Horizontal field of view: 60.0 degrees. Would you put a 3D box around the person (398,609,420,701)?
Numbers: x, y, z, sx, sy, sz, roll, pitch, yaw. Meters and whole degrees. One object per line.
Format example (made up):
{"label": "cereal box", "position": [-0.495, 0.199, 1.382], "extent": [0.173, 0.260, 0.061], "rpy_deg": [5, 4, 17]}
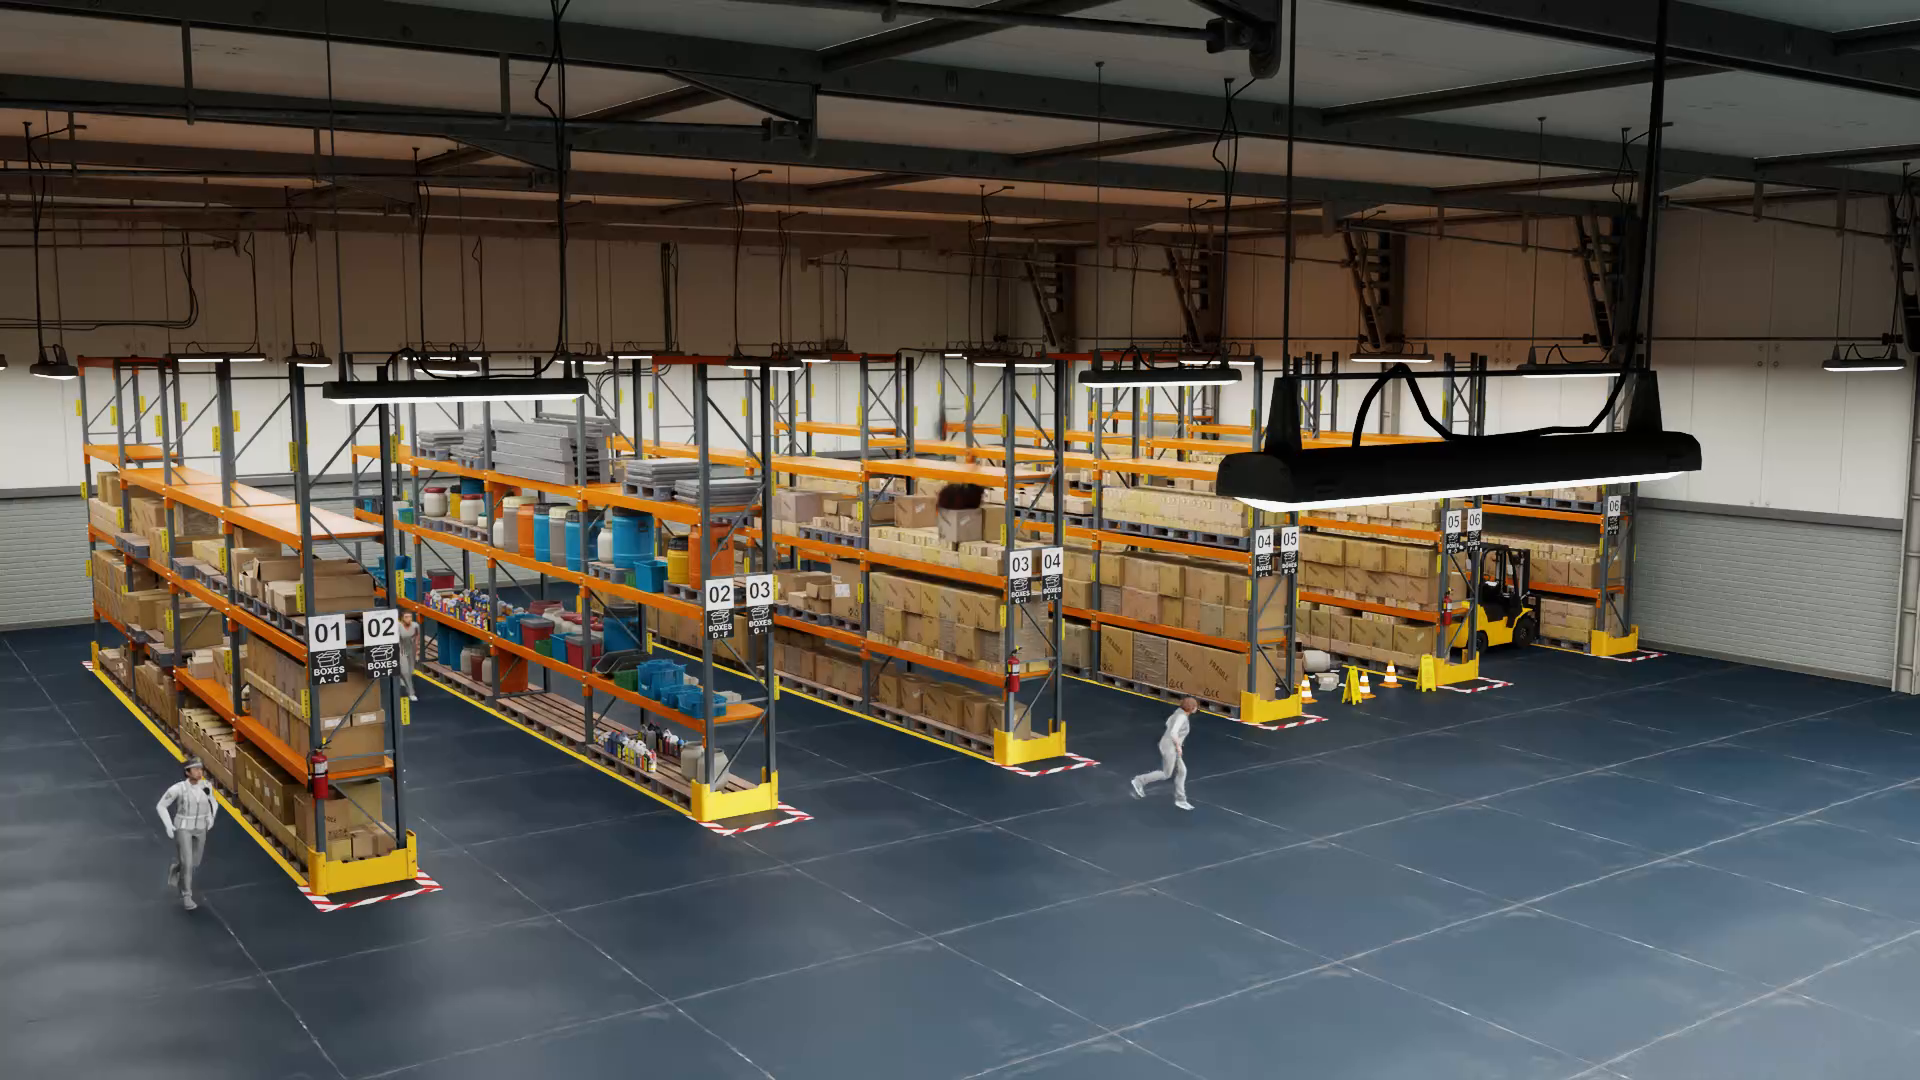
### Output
{"label": "person", "position": [-9.808, 1.992, 29.365], "extent": [0.538, 1.617, 0.787], "rpy_deg": [-4, 8, -28]}

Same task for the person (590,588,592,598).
{"label": "person", "position": [-8.441, 0.756, 38.760], "extent": [0.850, 1.781, 0.646], "rpy_deg": [-2, 7, -17]}

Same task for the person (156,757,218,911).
{"label": "person", "position": [-8.668, 3.255, 18.736], "extent": [0.729, 1.653, 0.660], "rpy_deg": [6, 9, 41]}

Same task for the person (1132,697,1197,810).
{"label": "person", "position": [2.759, 2.875, 22.482], "extent": [0.872, 1.549, 0.535], "rpy_deg": [0, 7, -1]}
